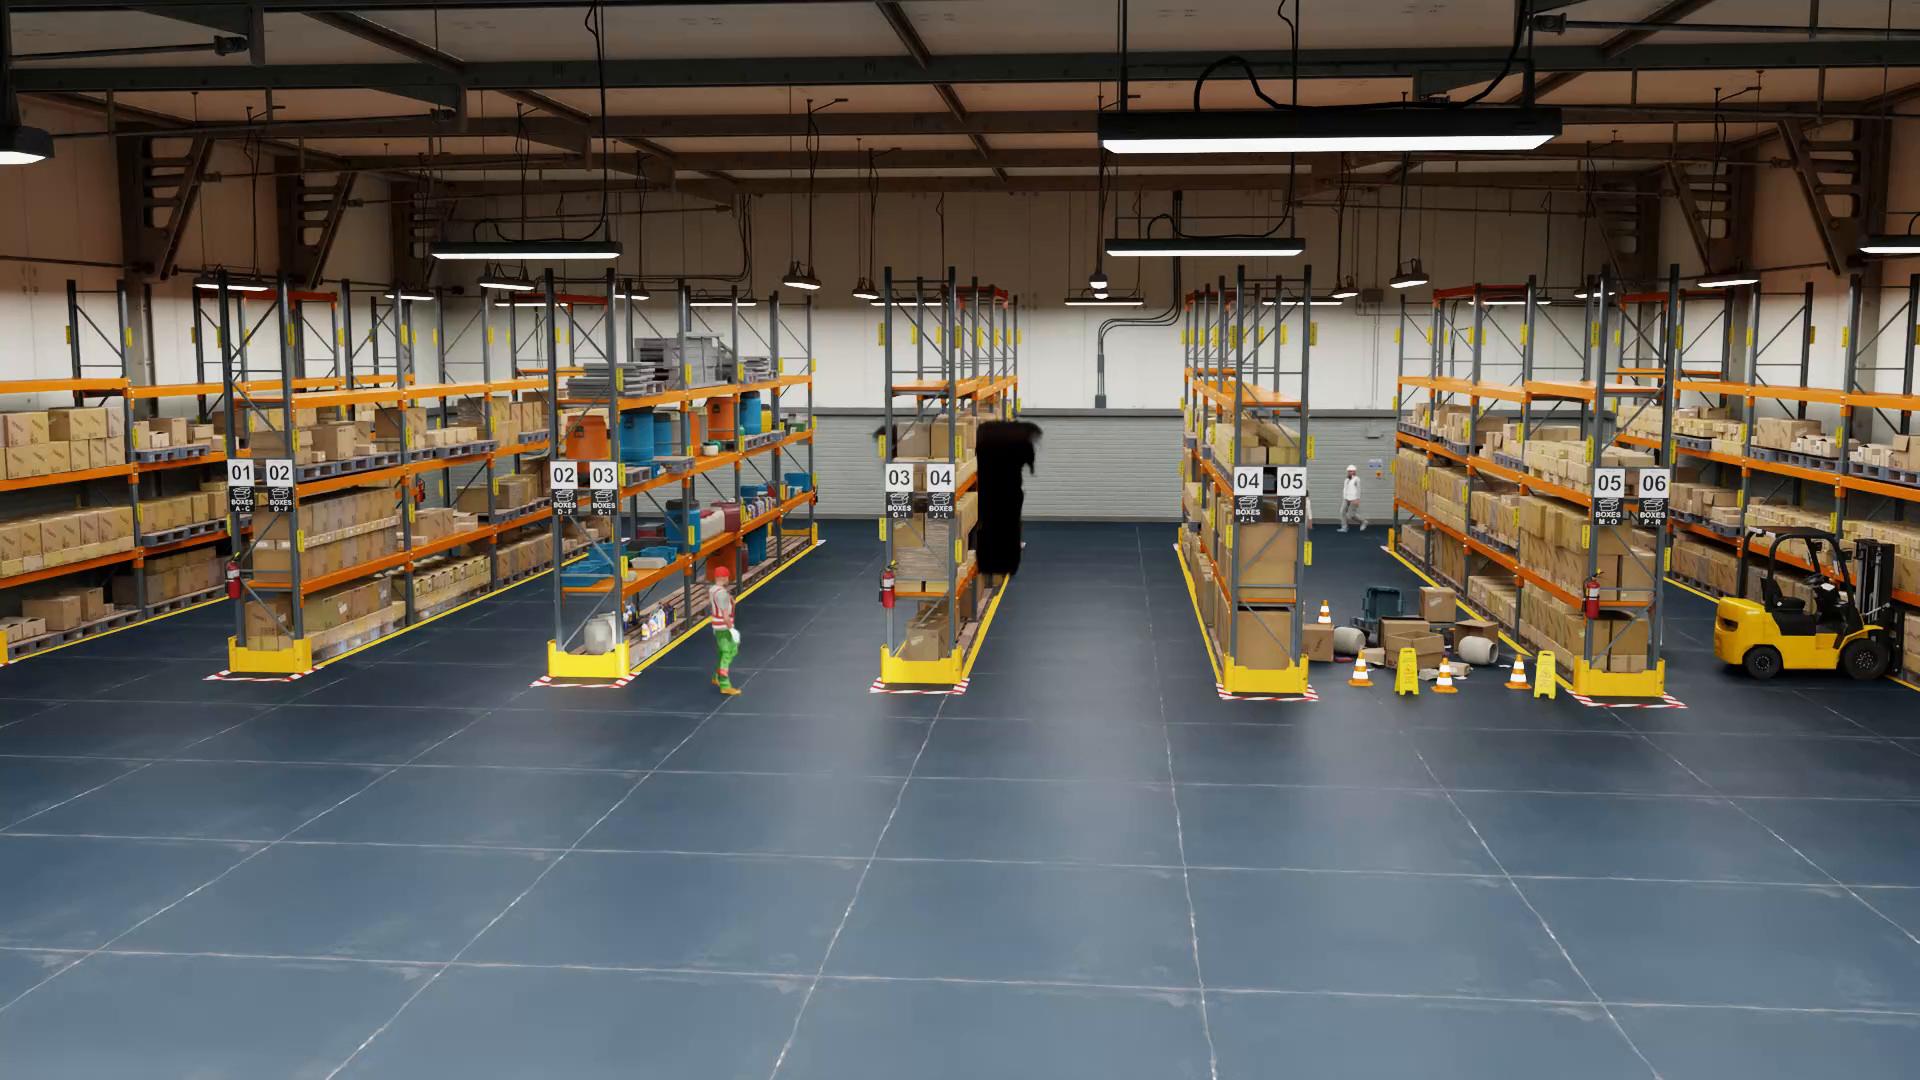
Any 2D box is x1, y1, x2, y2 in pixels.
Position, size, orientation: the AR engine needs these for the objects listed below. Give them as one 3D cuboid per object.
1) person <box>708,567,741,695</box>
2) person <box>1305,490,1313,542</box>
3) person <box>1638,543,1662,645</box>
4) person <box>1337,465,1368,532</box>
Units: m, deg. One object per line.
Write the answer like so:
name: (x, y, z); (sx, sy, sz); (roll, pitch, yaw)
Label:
person: (-3.324, 1.267, 23.504); (0.460, 1.803, 0.663); (-1, 7, -5)
person: (7.784, -0.367, 37.687); (0.356, 1.604, 0.454); (0, 7, -1)
person: (11.272, 0.881, 27.193); (0.466, 1.671, 0.451); (-6, 9, -39)
person: (10.091, -1.067, 42.801); (0.812, 1.739, 0.594); (-3, 8, -23)
